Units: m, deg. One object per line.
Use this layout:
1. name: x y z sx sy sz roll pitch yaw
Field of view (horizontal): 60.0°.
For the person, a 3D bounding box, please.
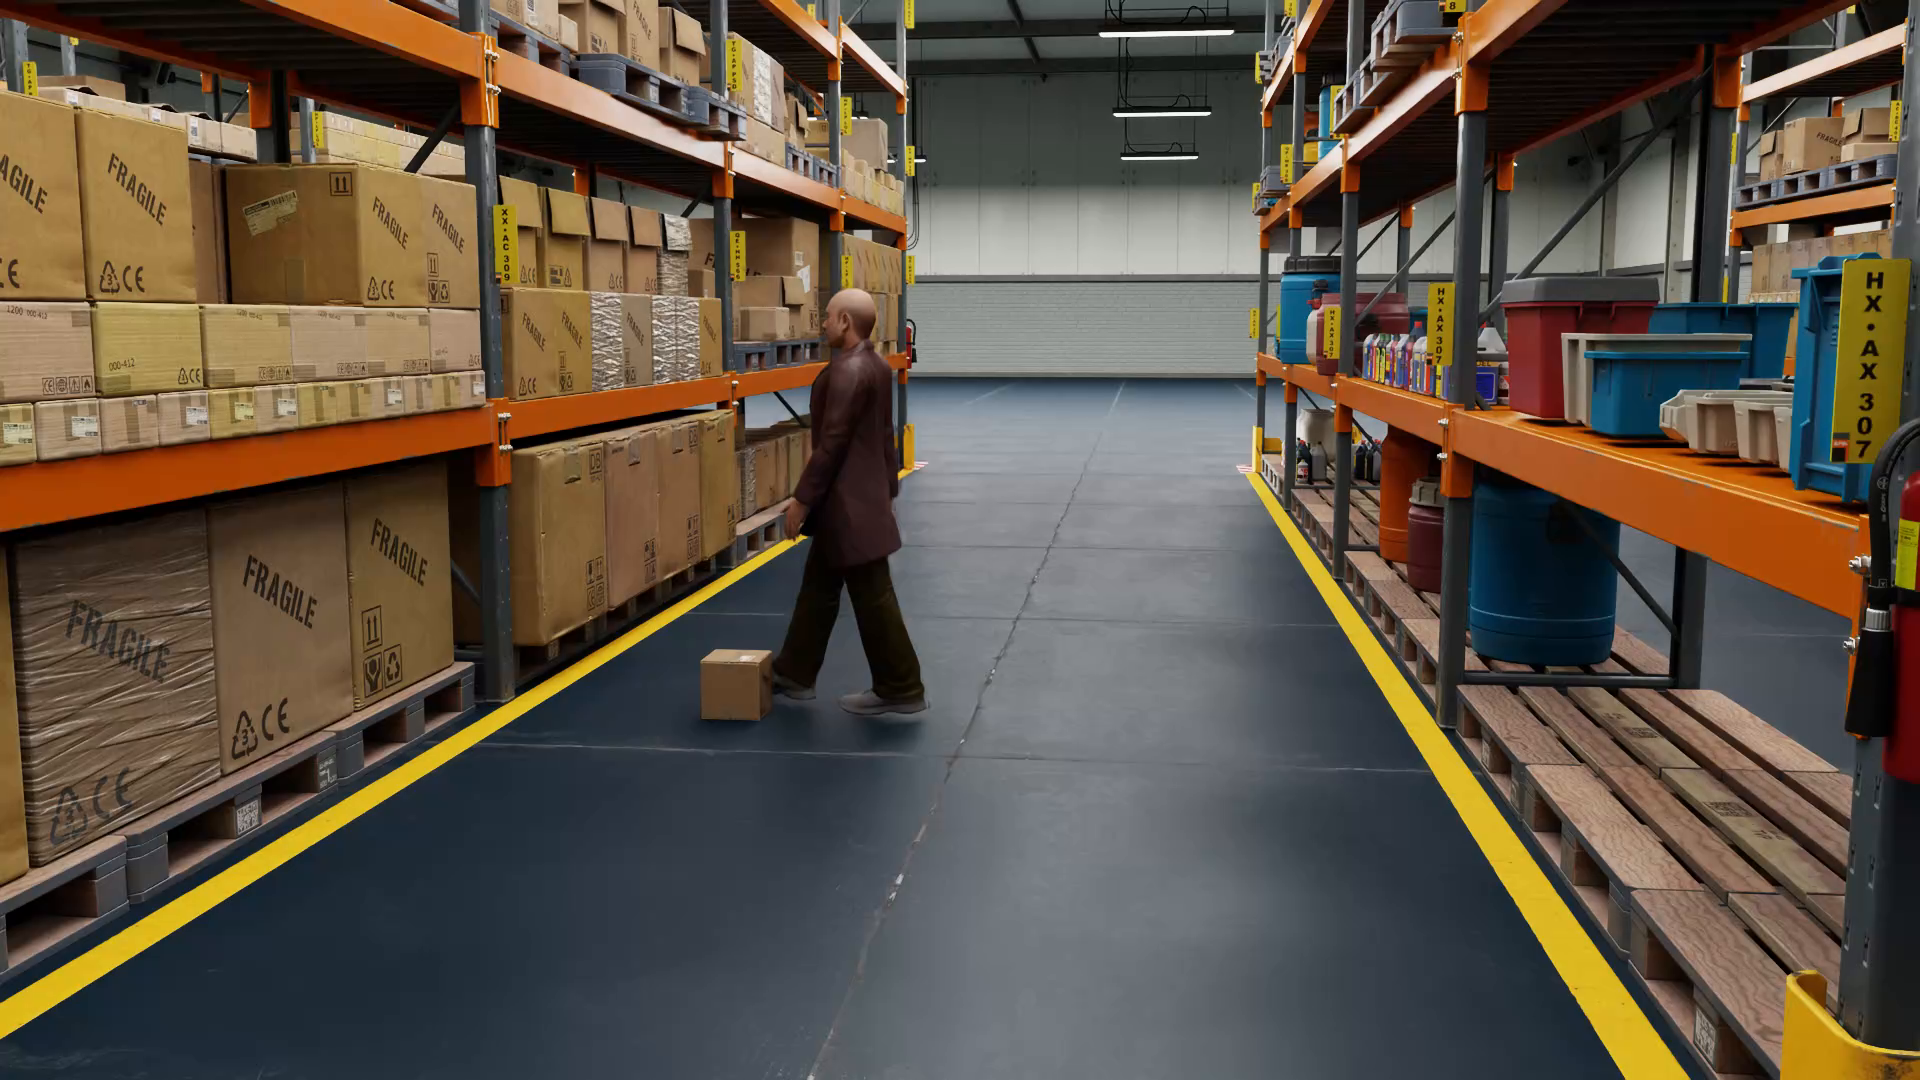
1. person: -0.564 -0.103 6.904 0.858 1.665 0.597 1 7 6
